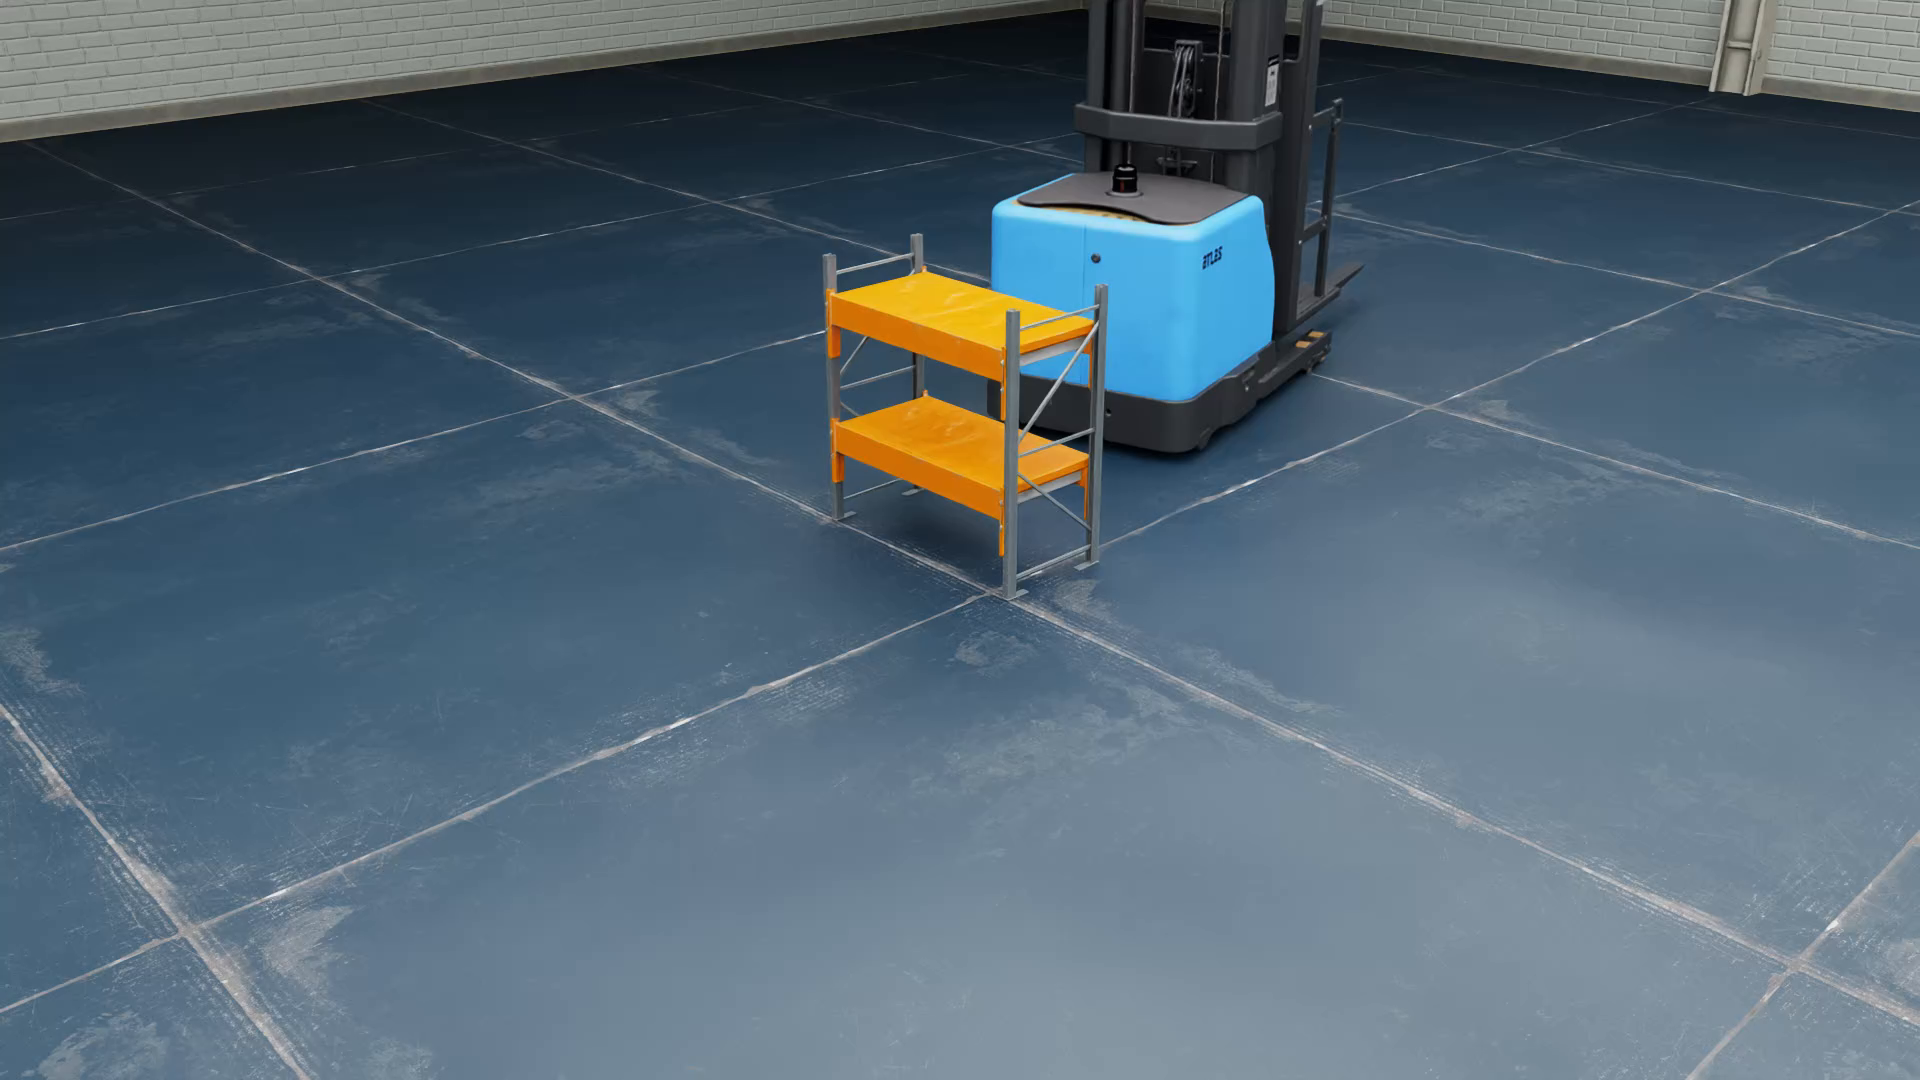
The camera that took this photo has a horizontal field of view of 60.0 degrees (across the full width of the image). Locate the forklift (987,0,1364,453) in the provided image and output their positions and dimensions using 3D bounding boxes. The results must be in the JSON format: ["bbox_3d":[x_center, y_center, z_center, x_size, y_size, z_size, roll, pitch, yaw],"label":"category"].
[{"bbox_3d":[1.314,-2.291,8.241,1.130,2.935,3.031,14,28,28],"label":"forklift"}]

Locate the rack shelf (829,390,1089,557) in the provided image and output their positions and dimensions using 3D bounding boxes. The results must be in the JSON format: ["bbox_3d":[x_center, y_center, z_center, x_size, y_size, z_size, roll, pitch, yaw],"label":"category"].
[{"bbox_3d":[0.005,-0.287,6.614,0.538,0.278,1.000,-21,32,-38],"label":"rack shelf"}]

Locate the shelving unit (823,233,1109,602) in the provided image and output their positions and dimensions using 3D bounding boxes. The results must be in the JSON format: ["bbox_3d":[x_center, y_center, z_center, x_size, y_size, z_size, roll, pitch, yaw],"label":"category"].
[{"bbox_3d":[0.005,-0.510,6.512,0.538,1.125,1.048,-21,32,-38],"label":"shelving unit"}]

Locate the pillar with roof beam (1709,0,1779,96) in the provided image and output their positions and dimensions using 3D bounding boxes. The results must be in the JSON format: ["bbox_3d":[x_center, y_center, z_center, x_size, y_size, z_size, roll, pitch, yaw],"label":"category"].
[{"bbox_3d":[4.548,-7.323,11.959,9.100,9.000,0.400,-21,32,-38],"label":"pillar with roof beam"}]

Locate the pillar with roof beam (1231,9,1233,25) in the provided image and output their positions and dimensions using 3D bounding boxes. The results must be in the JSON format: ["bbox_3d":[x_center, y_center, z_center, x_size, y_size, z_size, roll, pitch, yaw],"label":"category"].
[{"bbox_3d":[0.447,-9.140,15.944,9.100,9.000,0.400,-21,32,-38],"label":"pillar with roof beam"}]

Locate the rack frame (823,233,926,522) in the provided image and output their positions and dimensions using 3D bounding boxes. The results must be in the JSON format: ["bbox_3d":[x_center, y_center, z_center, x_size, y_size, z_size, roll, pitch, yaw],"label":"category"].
[{"bbox_3d":[-0.343,-0.664,6.850,0.500,1.125,0.032,-21,32,-38],"label":"rack frame"}]

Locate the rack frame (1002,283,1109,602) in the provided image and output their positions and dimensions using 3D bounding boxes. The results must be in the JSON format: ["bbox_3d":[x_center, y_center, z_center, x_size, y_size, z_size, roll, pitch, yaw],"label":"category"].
[{"bbox_3d":[0.352,-0.356,6.174,0.500,1.125,0.032,-21,32,-38],"label":"rack frame"}]

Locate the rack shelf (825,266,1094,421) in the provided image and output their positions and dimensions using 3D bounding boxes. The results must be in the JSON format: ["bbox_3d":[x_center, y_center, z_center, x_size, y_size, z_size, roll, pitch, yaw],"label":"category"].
[{"bbox_3d":[0.005,-0.776,6.391,0.538,0.278,1.000,-21,32,-38],"label":"rack shelf"}]
